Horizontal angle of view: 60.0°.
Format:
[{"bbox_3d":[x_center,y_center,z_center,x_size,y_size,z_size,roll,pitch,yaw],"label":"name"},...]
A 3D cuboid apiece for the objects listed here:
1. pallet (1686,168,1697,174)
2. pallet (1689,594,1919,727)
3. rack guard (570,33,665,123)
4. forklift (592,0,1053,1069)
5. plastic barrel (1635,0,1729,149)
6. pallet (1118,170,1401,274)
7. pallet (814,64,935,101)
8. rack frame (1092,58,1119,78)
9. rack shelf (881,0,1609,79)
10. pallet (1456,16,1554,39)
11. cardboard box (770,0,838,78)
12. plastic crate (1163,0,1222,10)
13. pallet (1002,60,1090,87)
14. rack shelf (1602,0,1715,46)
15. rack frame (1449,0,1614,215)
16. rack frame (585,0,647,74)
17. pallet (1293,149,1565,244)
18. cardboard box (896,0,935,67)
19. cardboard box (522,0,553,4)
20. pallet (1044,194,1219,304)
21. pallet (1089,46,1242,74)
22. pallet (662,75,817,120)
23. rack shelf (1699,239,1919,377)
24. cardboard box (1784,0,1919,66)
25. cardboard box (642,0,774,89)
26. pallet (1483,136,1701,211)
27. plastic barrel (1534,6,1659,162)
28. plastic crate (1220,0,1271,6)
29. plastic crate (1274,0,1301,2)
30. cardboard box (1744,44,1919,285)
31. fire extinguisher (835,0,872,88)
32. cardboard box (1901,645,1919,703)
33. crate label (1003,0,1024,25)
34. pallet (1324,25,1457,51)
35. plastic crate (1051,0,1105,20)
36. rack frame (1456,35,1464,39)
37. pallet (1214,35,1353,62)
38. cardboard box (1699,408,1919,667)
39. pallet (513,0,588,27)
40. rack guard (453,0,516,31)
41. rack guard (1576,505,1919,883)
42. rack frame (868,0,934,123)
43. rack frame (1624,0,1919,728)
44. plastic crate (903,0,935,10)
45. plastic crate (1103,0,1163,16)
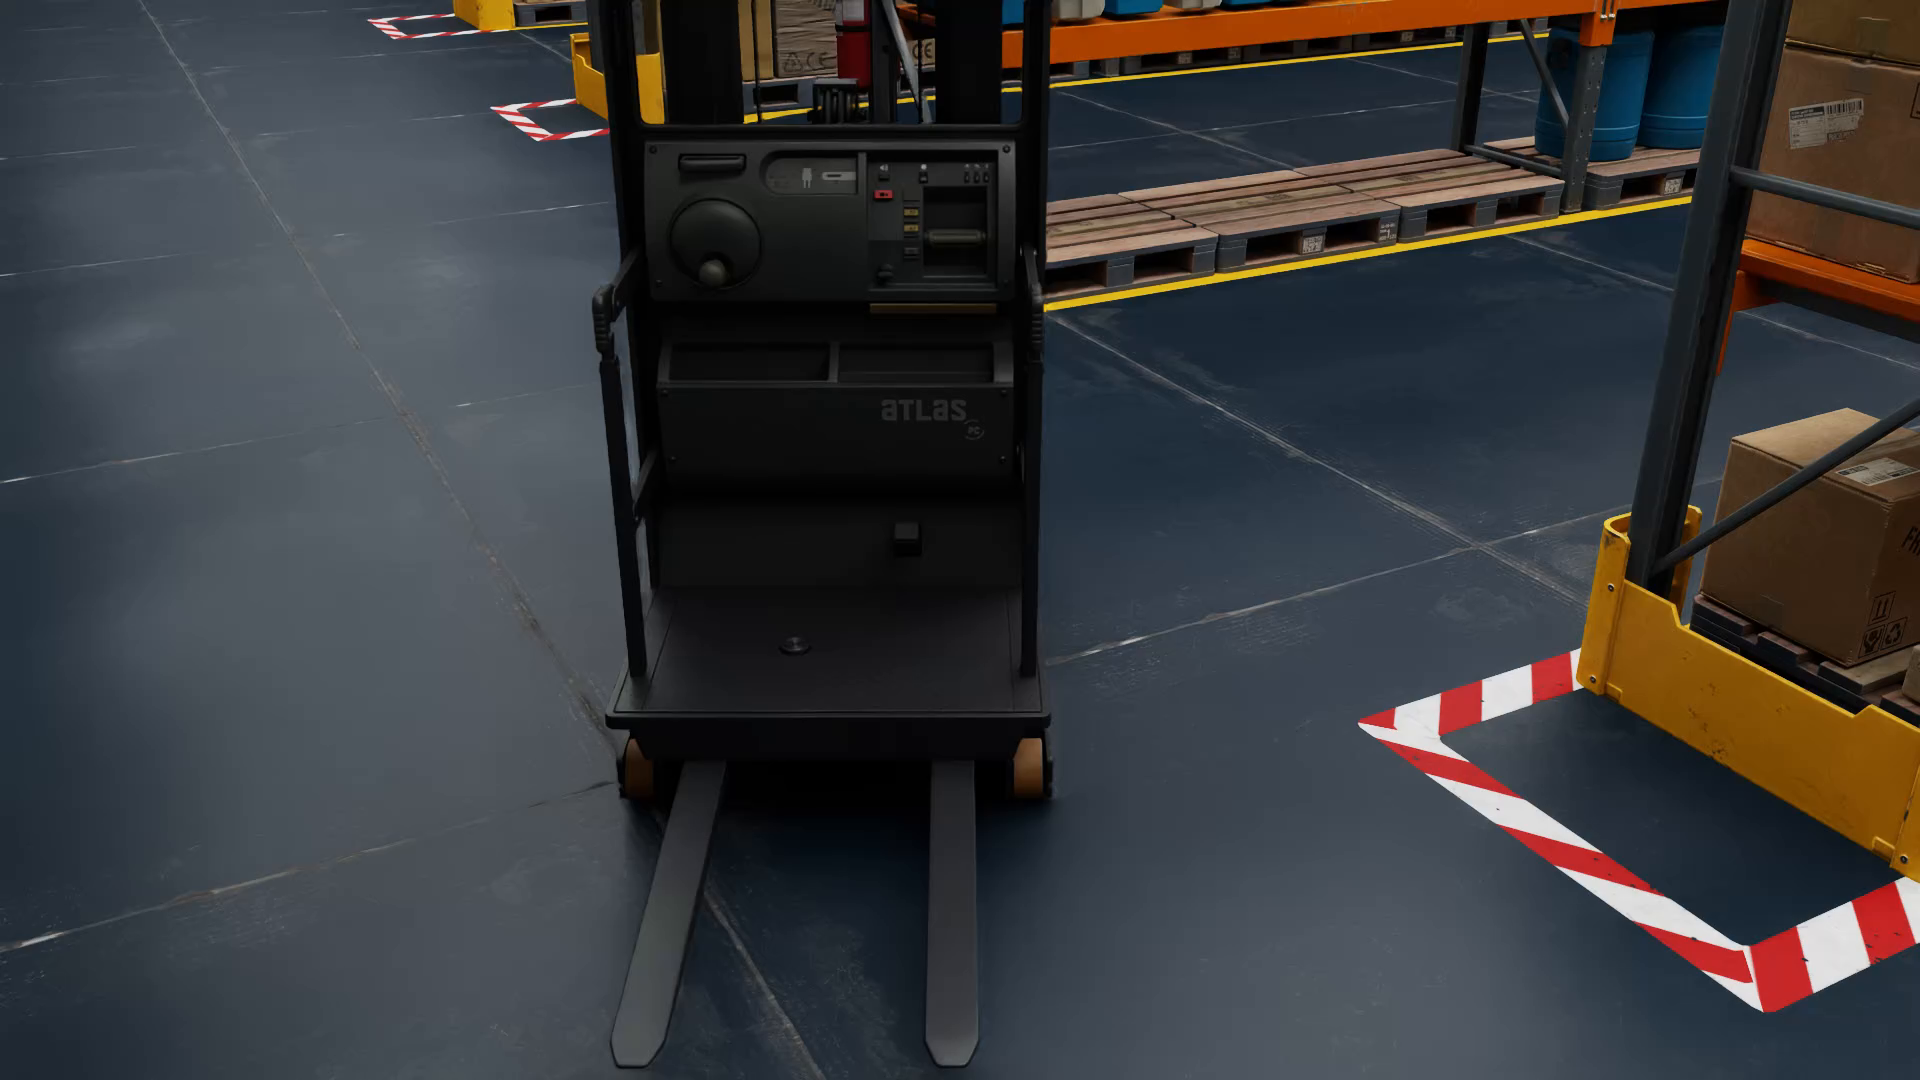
[{"bbox_3d":[5.129,-2.587,10.895,1.213,0.211,1.003,-13,29,-25],"label":"pallet"},{"bbox_3d":[2.919,0.333,4.812,1.213,0.211,1.003,-13,29,-25],"label":"pallet"},{"bbox_3d":[-2.530,-3.398,12.250,0.348,0.500,1.175,-13,29,-25],"label":"rack guard"},{"bbox_3d":[-0.322,-0.777,3.982,1.130,2.935,3.031,0,26,0],"label":"forklift"},{"bbox_3d":[4.464,-2.945,10.357,0.708,0.901,0.600,-13,29,-25],"label":"plastic barrel"},{"bbox_3d":[1.643,-1.781,9.215,1.213,0.211,1.003,-13,29,-25],"label":"pallet"},{"bbox_3d":[-0.765,-3.712,13.238,1.213,0.211,1.003,-13,29,-25],"label":"pallet"},{"bbox_3d":[1.021,-5.344,13.416,0.127,3.000,1.000,-13,29,-25],"label":"rack frame"},{"bbox_3d":[1.586,-2.721,8.783,4.000,0.370,1.077,-13,29,-25],"label":"rack shelf"},{"bbox_3d":[5.240,-5.061,16.046,1.213,0.211,1.003,-13,29,-25],"label":"pallet"},{"bbox_3d":[-1.179,-4.107,12.809,0.875,0.875,0.875,-13,29,-25],"label":"cardboard box"},{"bbox_3d":[1.115,-2.643,8.024,0.298,0.136,0.250,-13,29,-25],"label":"plastic crate"},{"bbox_3d":[0.313,-3.962,13.759,1.213,0.211,1.003,-13,29,-25],"label":"pallet"},{"bbox_3d":[5.116,-3.536,10.480,4.000,0.370,1.077,-13,29,-25],"label":"rack shelf"},{"bbox_3d":[3.351,-3.453,9.476,0.127,3.000,1.000,-13,29,-25],"label":"rack frame"},{"bbox_3d":[-2.509,-4.530,11.719,0.127,3.000,1.000,-13,29,-25],"label":"rack frame"},{"bbox_3d":[2.721,-2.031,9.737,1.213,0.211,1.003,-13,29,-25],"label":"pallet"},{"bbox_3d":[-0.394,-4.289,13.186,0.875,0.875,0.875,-13,29,-25],"label":"cardboard box"},{"bbox_3d":[-4.141,-5.333,16.201,0.250,0.149,0.380,-12,28,-24],"label":"cardboard box"},{"bbox_3d":[0.568,-1.534,8.702,1.213,0.211,1.003,-13,29,-25],"label":"pallet"},{"bbox_3d":[1.666,-4.273,14.406,1.213,0.211,1.003,-13,29,-25],"label":"pallet"},{"bbox_3d":[-1.840,-3.465,12.724,1.213,0.211,1.003,-13,29,-25],"label":"pallet"},{"bbox_3d":[3.914,-0.829,4.841,4.000,0.370,1.077,-13,29,-25],"label":"rack shelf"},{"bbox_3d":[2.413,-1.437,4.007,0.500,0.500,0.500,-13,29,-26],"label":"cardboard box"},{"bbox_3d":[-1.982,-3.922,12.423,0.875,0.875,0.875,-13,29,-25],"label":"cardboard box"},{"bbox_3d":[4.052,-2.337,10.374,1.213,0.211,1.003,-13,29,-25],"label":"pallet"},{"bbox_3d":[3.839,-2.800,10.056,0.708,0.901,0.600,-13,29,-25],"label":"plastic barrel"},{"bbox_3d":[1.356,-2.782,8.204,0.300,0.233,0.416,-13,29,-25],"label":"plastic crate"},{"bbox_3d":[1.621,-2.844,8.331,0.300,0.233,0.416,-13,29,-25],"label":"plastic crate"},{"bbox_3d":[2.416,-0.986,4.222,0.500,0.500,0.500,-12,28,-24],"label":"cardboard box"},{"bbox_3d":[-0.525,-2.578,8.174,0.183,0.674,0.296,-13,29,-25],"label":"fire extinguisher"},{"bbox_3d":[2.680,0.387,4.263,0.250,0.149,0.380,-13,29,-25],"label":"cardboard box"},{"bbox_3d":[0.194,-2.514,7.645,0.303,0.233,0.416,-13,29,-25],"label":"crate label"},{"bbox_3d":[3.819,-4.770,15.441,1.213,0.211,1.003,-13,29,-25],"label":"pallet"},{"bbox_3d":[0.516,-2.505,7.736,0.298,0.136,0.250,-13,29,-25],"label":"plastic crate"},{"bbox_3d":[4.550,-6.159,15.112,0.127,3.000,1.000,-13,29,-25],"label":"rack frame"},{"bbox_3d":[2.744,-4.523,14.928,1.213,0.211,1.003,-13,29,-25],"label":"pallet"},{"bbox_3d":[2.513,-0.022,4.710,0.500,0.500,0.500,-13,29,-25],"label":"cardboard box"},{"bbox_3d":[-3.953,-5.355,16.659,1.213,0.211,1.003,-13,29,-25],"label":"pallet"},{"bbox_3d":[-4.687,-5.333,16.280,0.348,0.500,1.175,-13,29,-25],"label":"rack guard"},{"bbox_3d":[2.216,0.366,4.411,0.348,0.500,1.175,-13,29,-25],"label":"rack guard"},{"bbox_3d":[-0.178,-2.638,7.779,0.127,3.000,1.000,-13,29,-25],"label":"rack frame"},{"bbox_3d":[2.149,-0.746,3.837,0.127,3.000,1.000,-13,29,-25],"label":"rack frame"},{"bbox_3d":[0.029,-2.821,8.049,0.499,0.435,0.616,-13,29,-25],"label":"plastic crate"},{"bbox_3d":[0.775,-2.648,7.924,0.300,0.233,0.416,-13,29,-25],"label":"plastic crate"}]
